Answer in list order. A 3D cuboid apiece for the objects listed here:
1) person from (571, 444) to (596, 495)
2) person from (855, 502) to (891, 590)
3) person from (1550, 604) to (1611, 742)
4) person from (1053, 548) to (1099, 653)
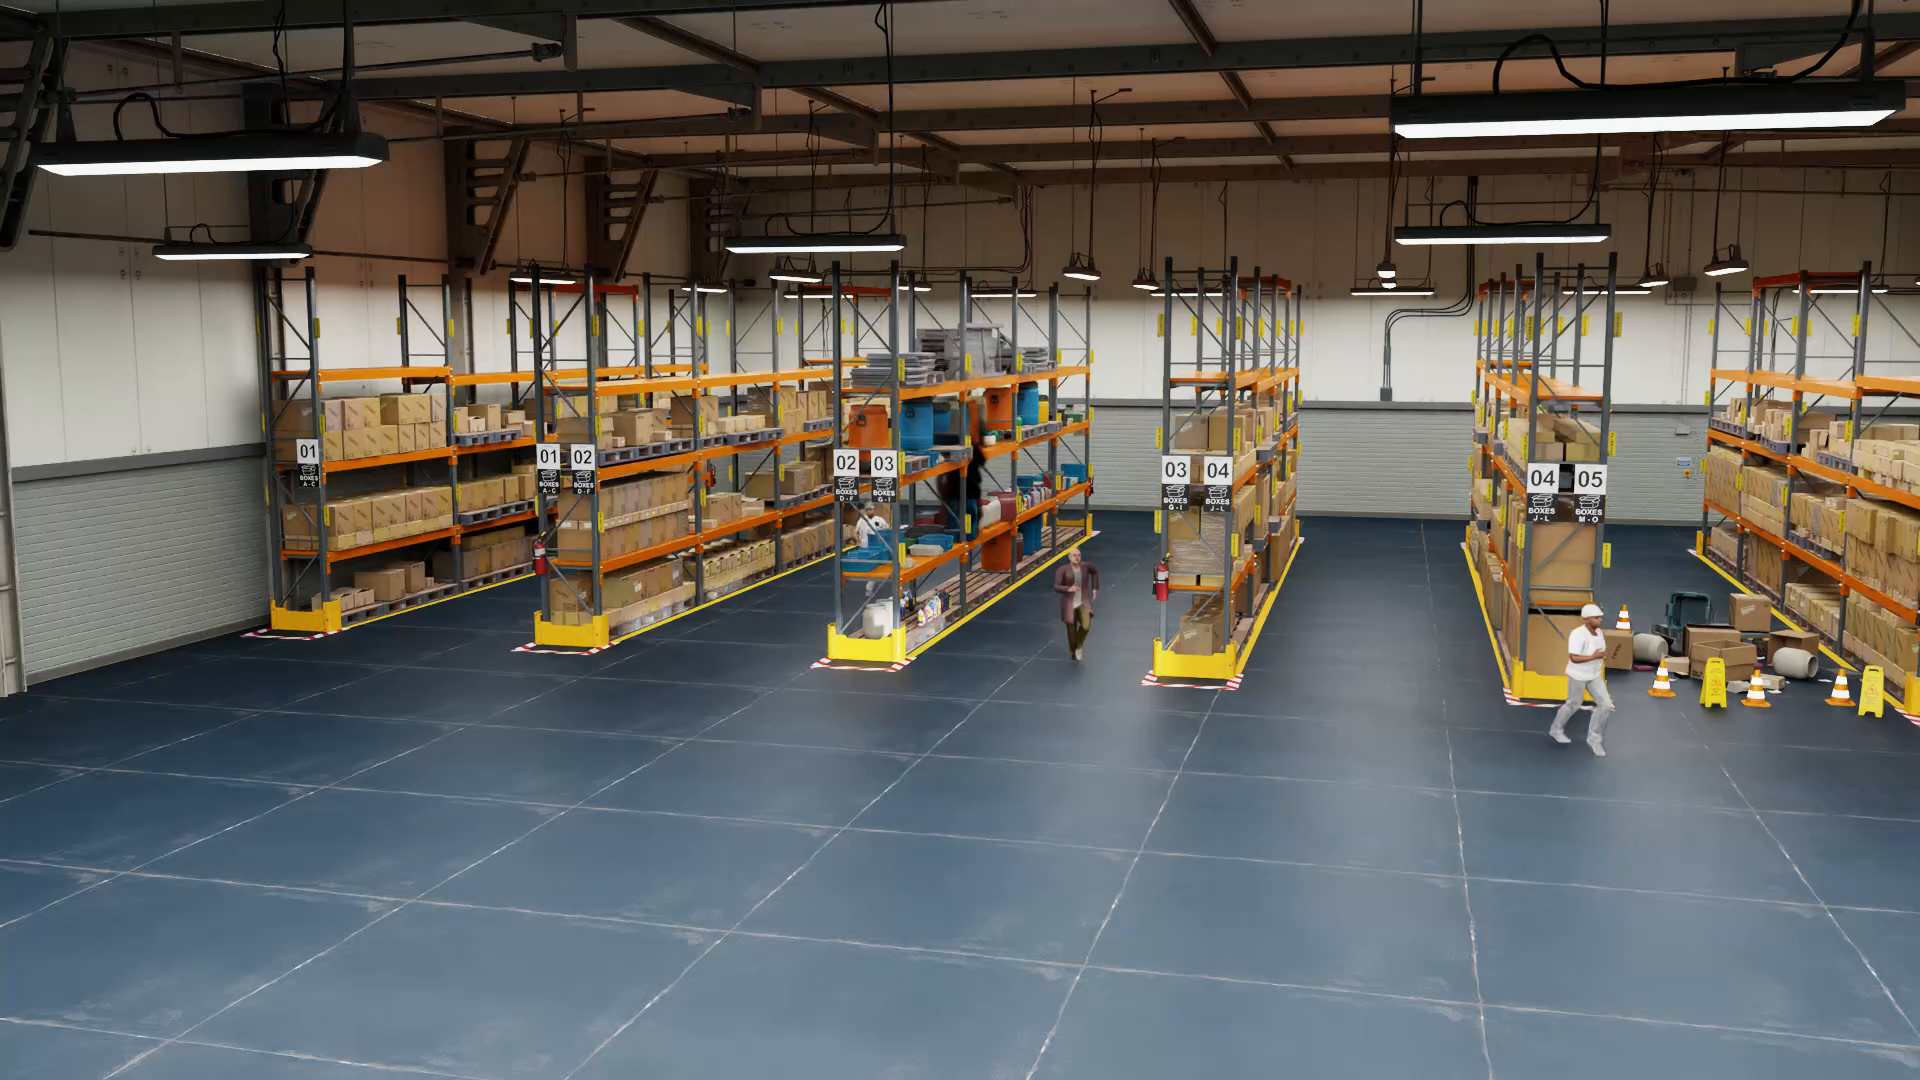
[{"bbox_3d":[2.820,0.784,20.849,12.130,3.203,17.110,-3,8,-23],"label":"person"},{"bbox_3d":[-1.671,0.102,31.542,0.677,1.666,0.732,2,7,12],"label":"person"},{"bbox_3d":[7.367,1.557,19.661,0.661,1.639,0.825,-4,8,-28],"label":"person"},{"bbox_3d":[1.757,0.931,24.852,0.757,1.647,0.821,-1,7,-8],"label":"person"}]
